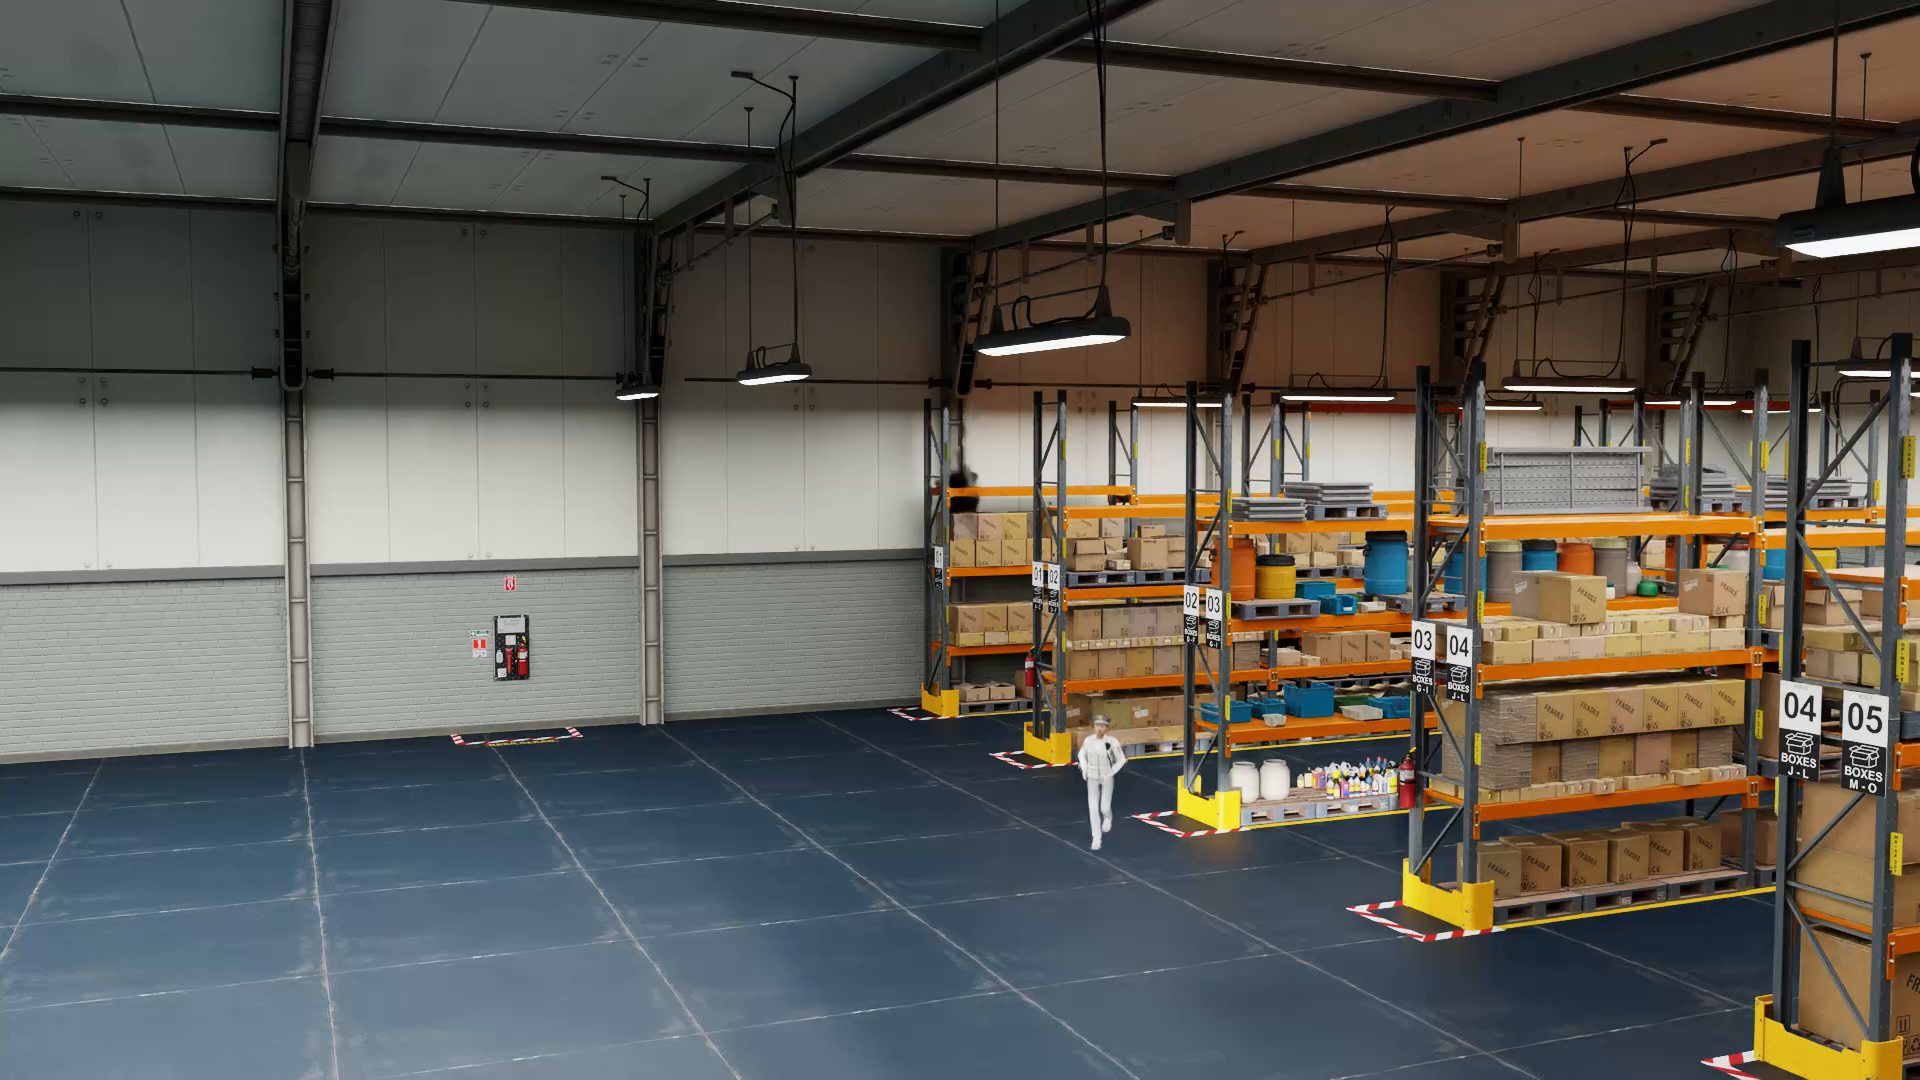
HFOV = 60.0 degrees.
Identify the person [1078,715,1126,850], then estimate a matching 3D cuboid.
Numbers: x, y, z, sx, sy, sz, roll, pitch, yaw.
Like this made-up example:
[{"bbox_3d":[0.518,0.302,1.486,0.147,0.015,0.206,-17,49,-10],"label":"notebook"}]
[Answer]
[{"bbox_3d":[1.818,3.080,21.431,0.624,1.692,0.800,1,3,13],"label":"person"}]
